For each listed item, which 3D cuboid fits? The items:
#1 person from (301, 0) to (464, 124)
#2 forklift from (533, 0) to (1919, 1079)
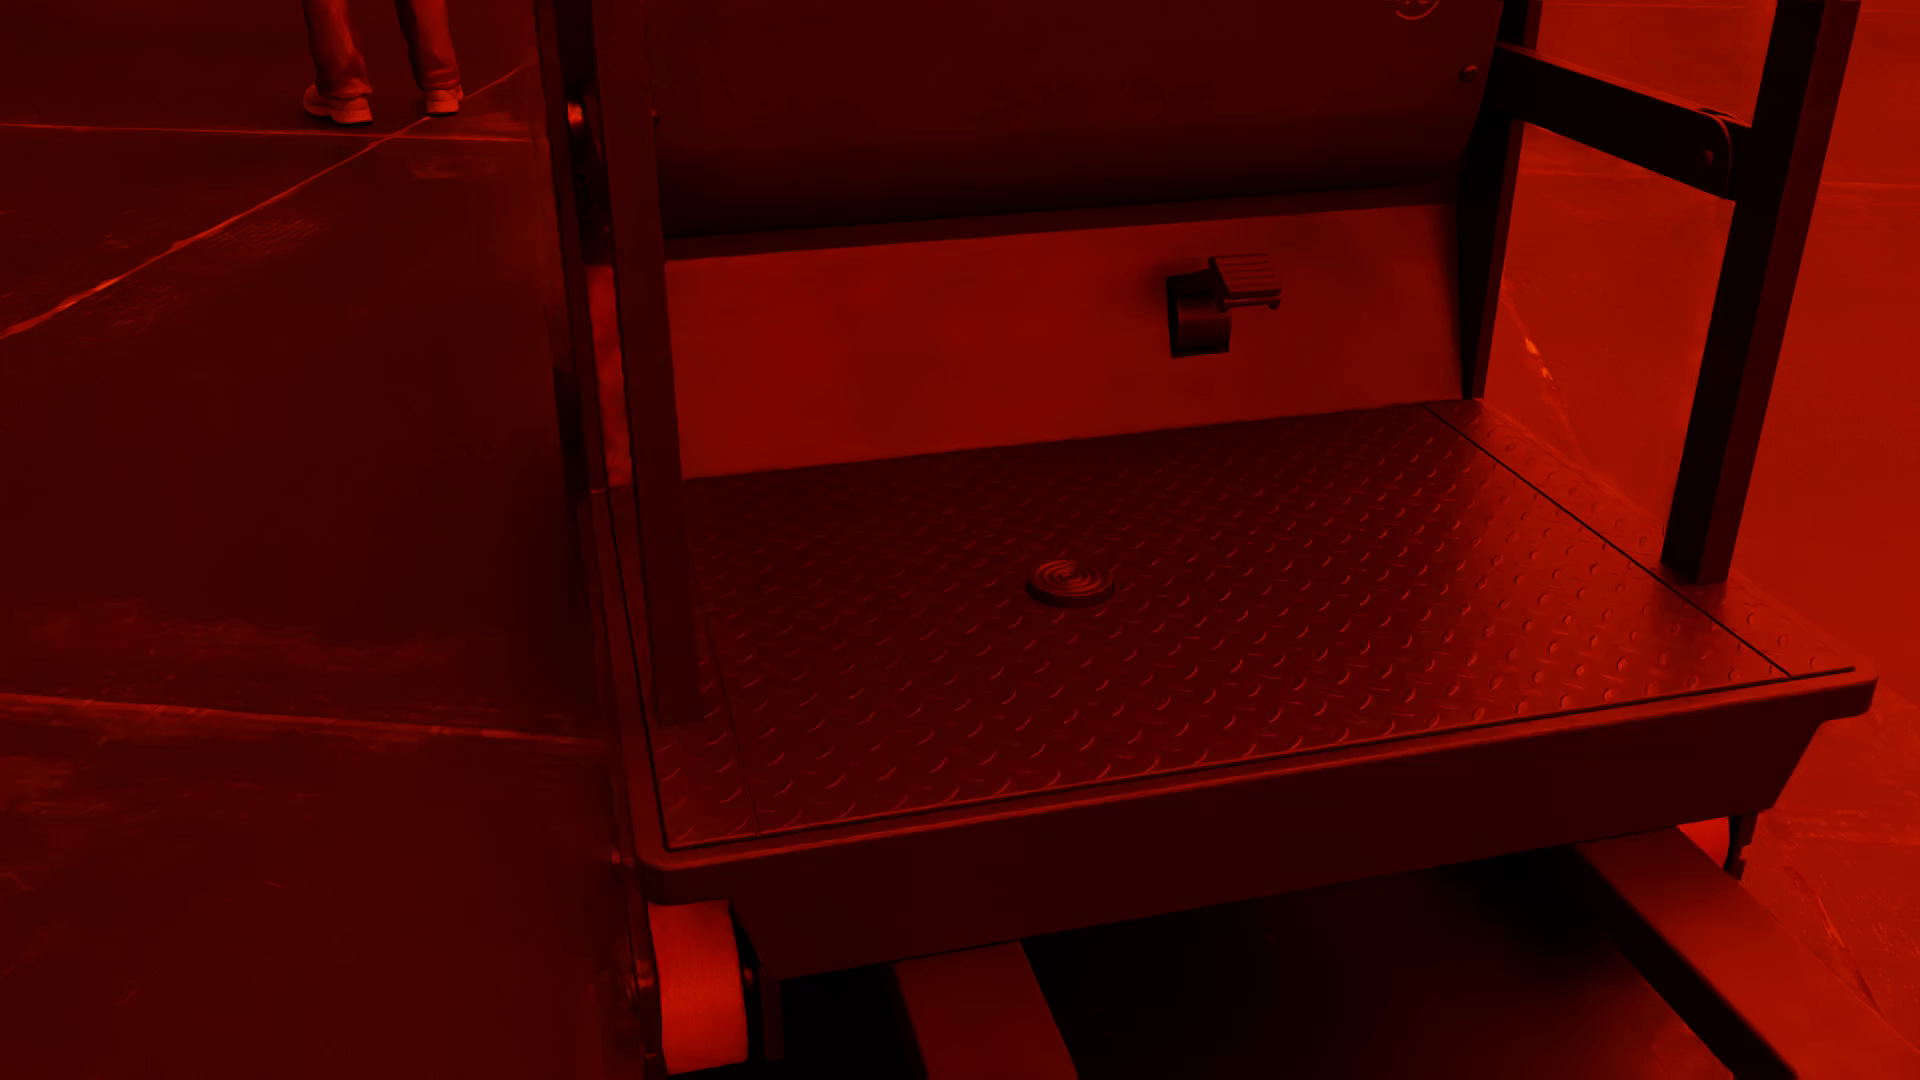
[{"bbox_3d":[-1.799,-2.120,4.765,0.599,1.772,0.389,-15,30,-28],"label":"person"},{"bbox_3d":[0.172,-0.988,1.268,1.129,2.867,3.031,-7,27,-13],"label":"forklift"}]
